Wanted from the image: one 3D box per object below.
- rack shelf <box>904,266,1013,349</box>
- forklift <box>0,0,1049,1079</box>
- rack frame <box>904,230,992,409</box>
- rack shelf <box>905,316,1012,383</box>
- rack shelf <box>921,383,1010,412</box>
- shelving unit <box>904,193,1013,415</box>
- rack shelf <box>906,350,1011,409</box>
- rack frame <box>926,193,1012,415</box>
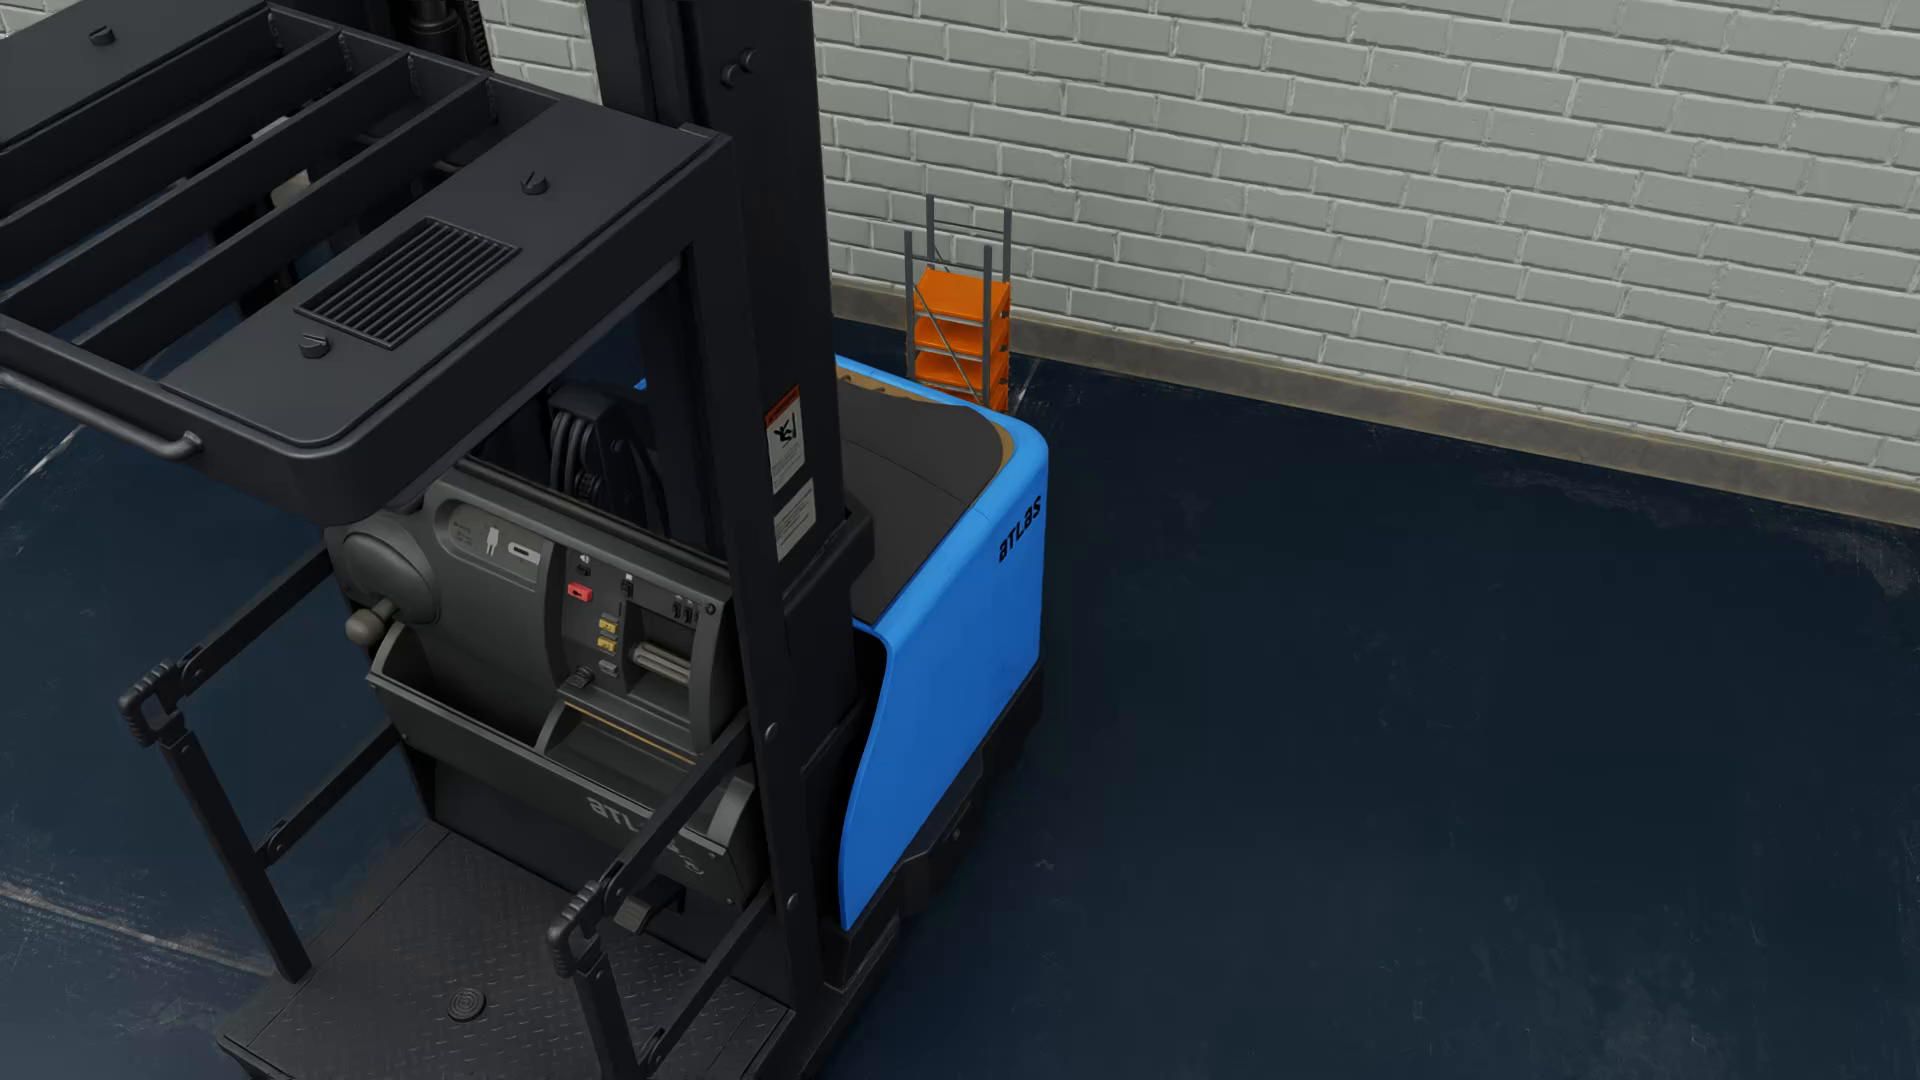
[{"bbox_3d":[-0.004,-0.645,4.600,0.258,0.103,0.180,13,46,12],"label":"rack shelf"},{"bbox_3d":[-0.930,0.189,2.961,1.130,2.935,3.031,21,48,20],"label":"forklift"},{"bbox_3d":[-0.032,-0.358,4.758,0.240,1.200,0.006,13,46,12],"label":"rack frame"},{"bbox_3d":[-0.004,-0.559,4.684,0.258,0.103,0.180,13,46,12],"label":"rack shelf"},{"bbox_3d":[-0.004,-0.387,4.852,0.258,0.103,0.180,13,46,12],"label":"rack shelf"},{"bbox_3d":[-0.004,-0.419,4.821,0.258,1.200,0.189,13,46,12],"label":"shelving unit"},{"bbox_3d":[-0.004,-0.473,4.768,0.258,0.103,0.180,13,46,12],"label":"rack shelf"},{"bbox_3d":[0.023,-0.480,4.883,0.240,1.200,0.006,13,46,12],"label":"rack frame"}]
